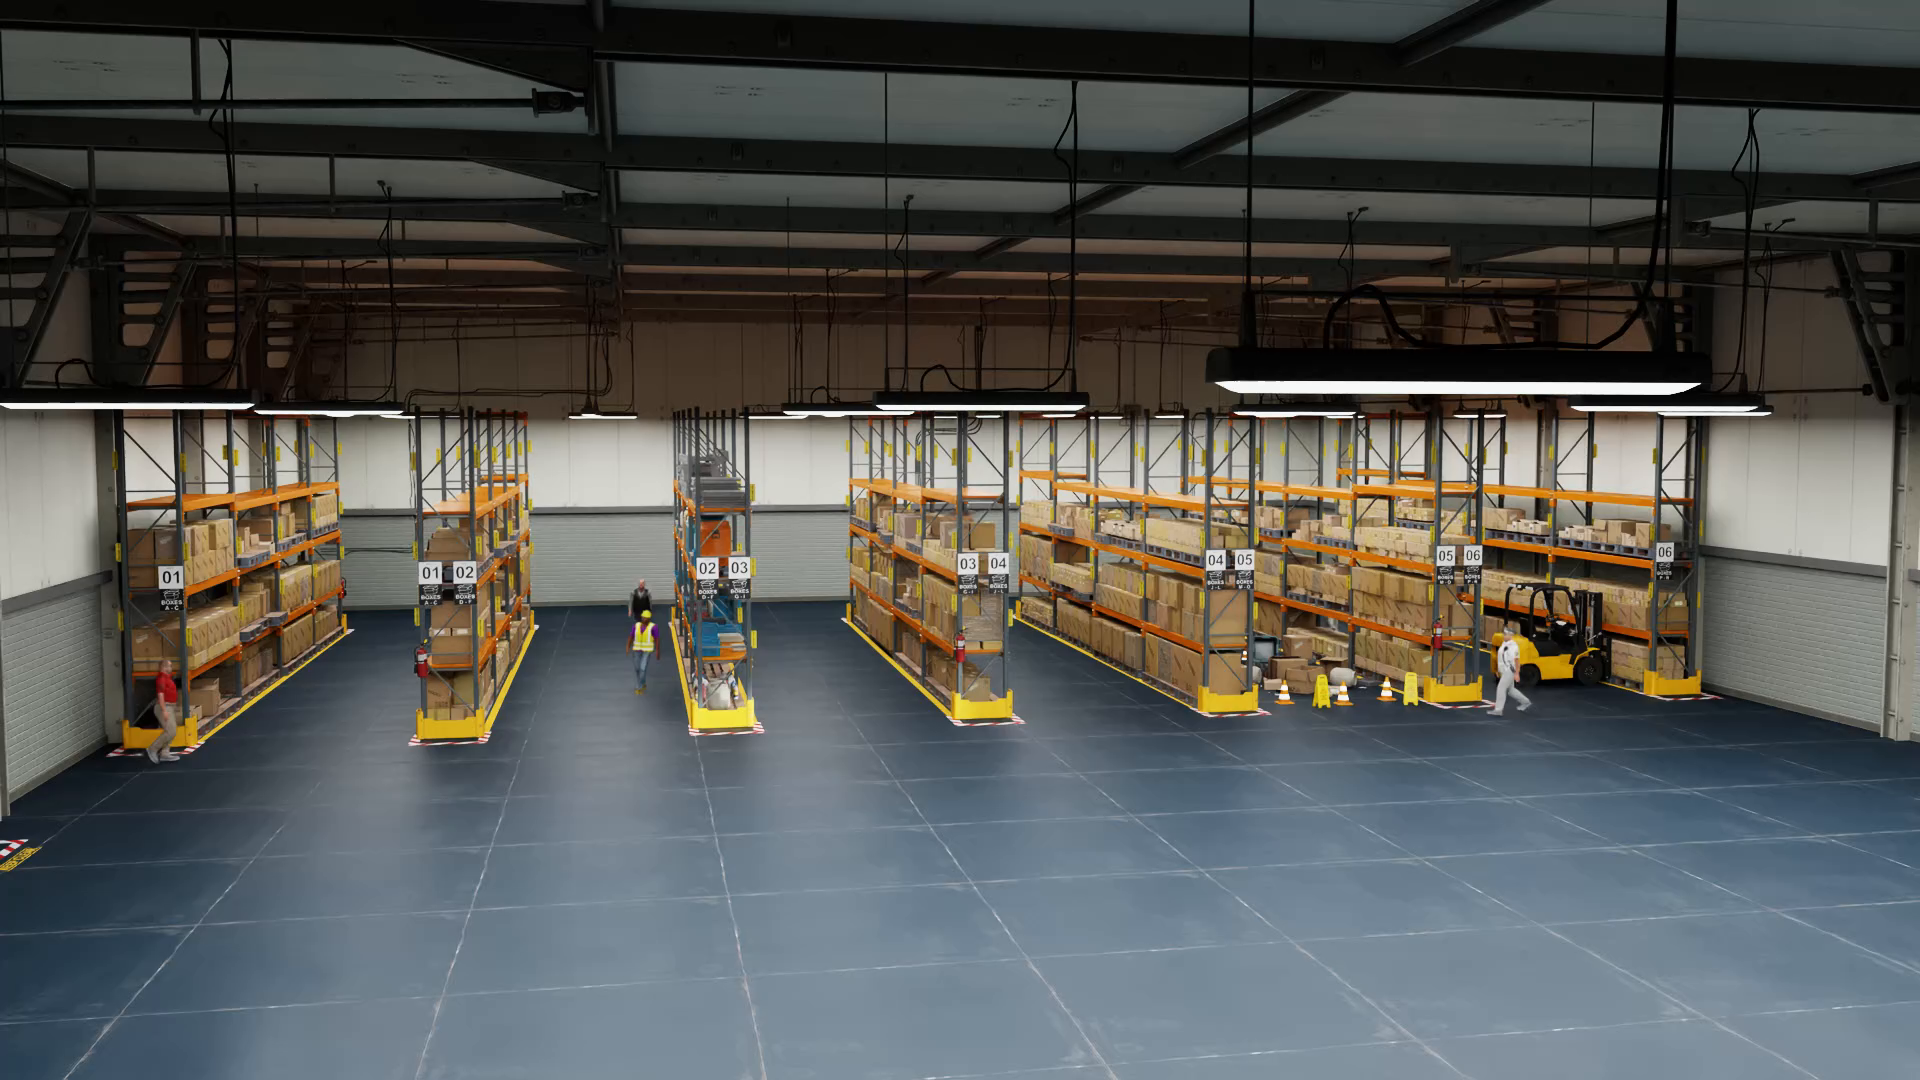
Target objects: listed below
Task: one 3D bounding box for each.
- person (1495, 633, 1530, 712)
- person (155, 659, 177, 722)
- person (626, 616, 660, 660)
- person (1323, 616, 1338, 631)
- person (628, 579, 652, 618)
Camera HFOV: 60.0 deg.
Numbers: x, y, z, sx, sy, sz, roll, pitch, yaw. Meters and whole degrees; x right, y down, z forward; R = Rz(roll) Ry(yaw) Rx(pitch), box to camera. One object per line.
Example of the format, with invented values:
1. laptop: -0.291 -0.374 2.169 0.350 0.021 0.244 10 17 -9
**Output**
1. person: 10.790 2.574 32.421 0.806 1.533 0.530 -1 4 -9
2. person: -13.296 2.520 27.867 0.317 1.043 0.566 -1 4 -17
3. person: -6.715 2.039 35.134 0.658 1.043 0.422 1 4 8
4. person: 10.158 1.794 45.361 0.484 1.434 0.399 -4 5 -41
5. person: -8.226 1.523 42.660 0.521 1.023 0.514 1 4 12
